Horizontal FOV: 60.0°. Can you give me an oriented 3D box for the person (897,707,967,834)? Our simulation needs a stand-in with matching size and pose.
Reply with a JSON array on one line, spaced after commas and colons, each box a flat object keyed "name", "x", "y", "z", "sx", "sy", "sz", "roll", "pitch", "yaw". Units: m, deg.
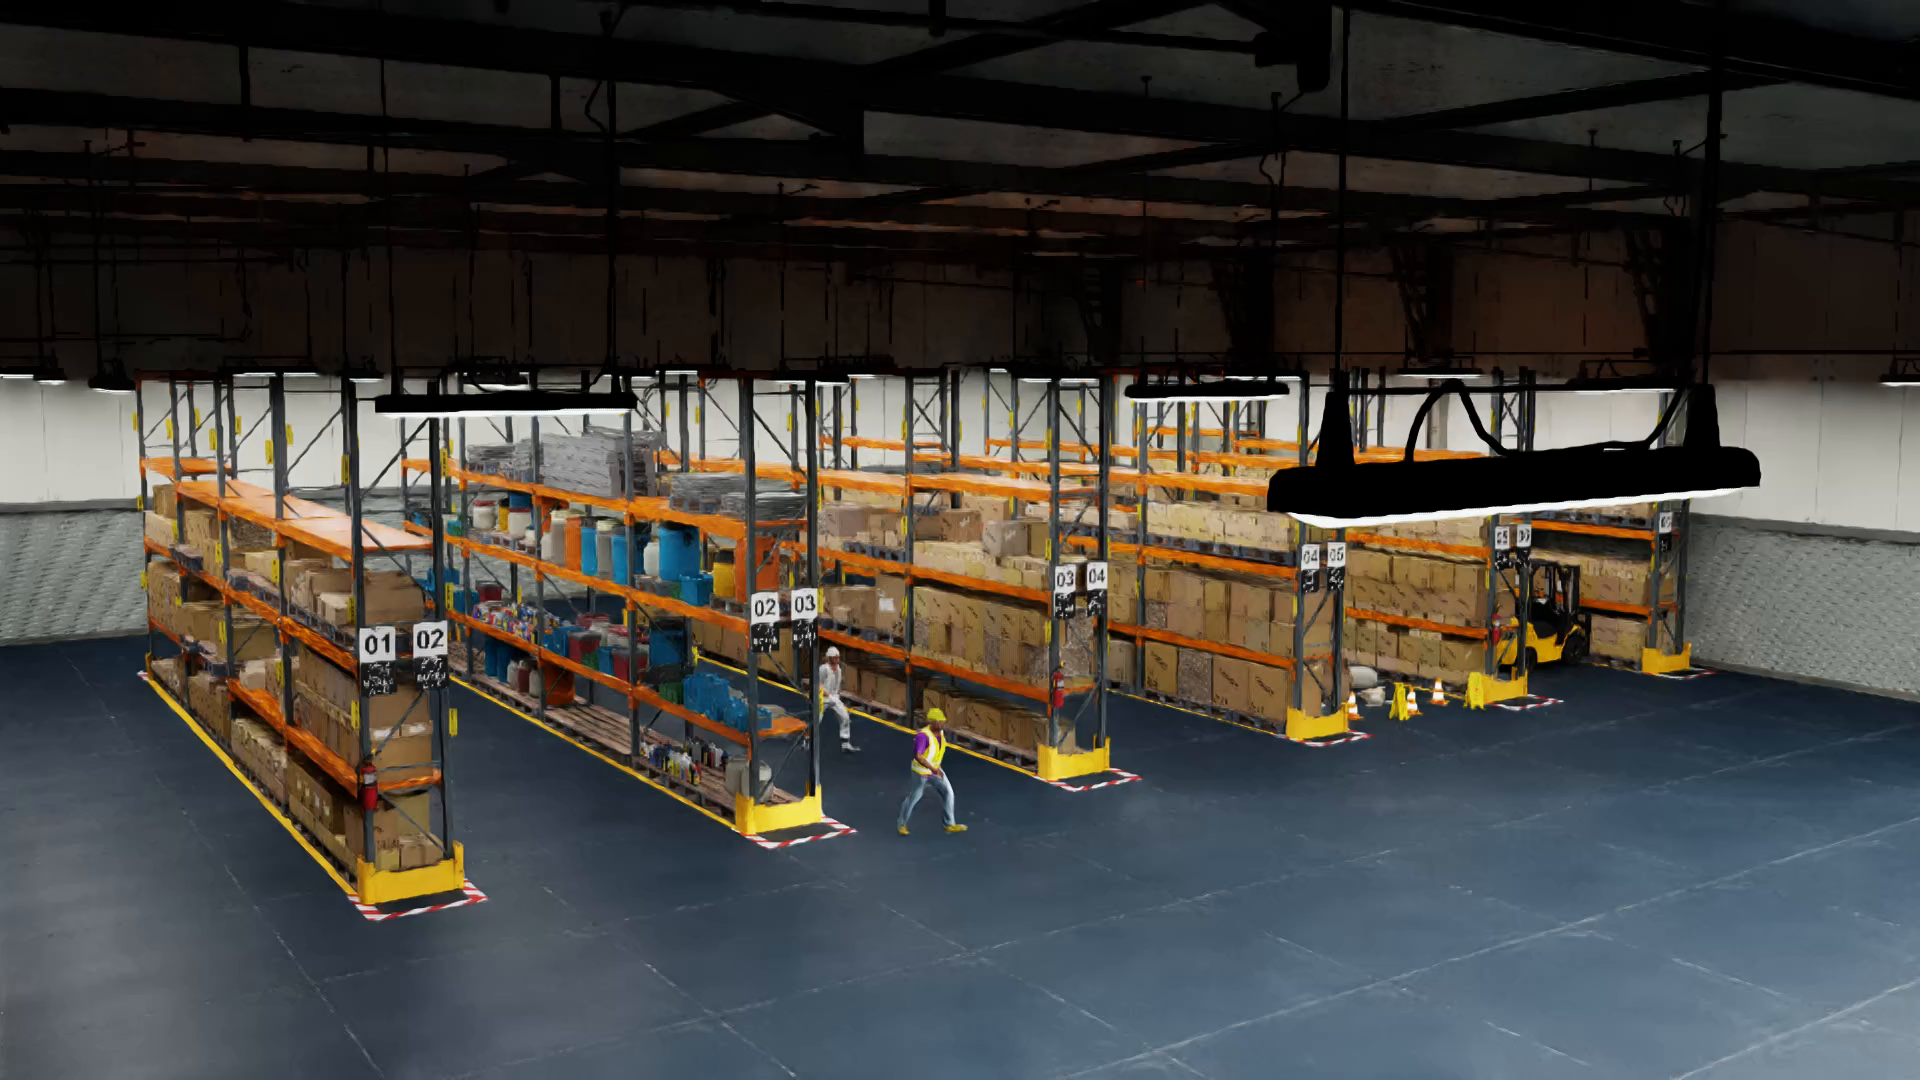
[{"name": "person", "x": -0.422, "y": 3.020, "z": 21.825, "sx": 0.823, "sy": 1.696, "sz": 0.714, "roll": 5, "pitch": 8, "yaw": 38}]

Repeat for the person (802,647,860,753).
[{"name": "person", "x": -2.082, "y": 2.516, "z": 26.187, "sx": 0.839, "sy": 1.719, "sz": 0.676, "roll": 5, "pitch": 8, "yaw": 39}]
